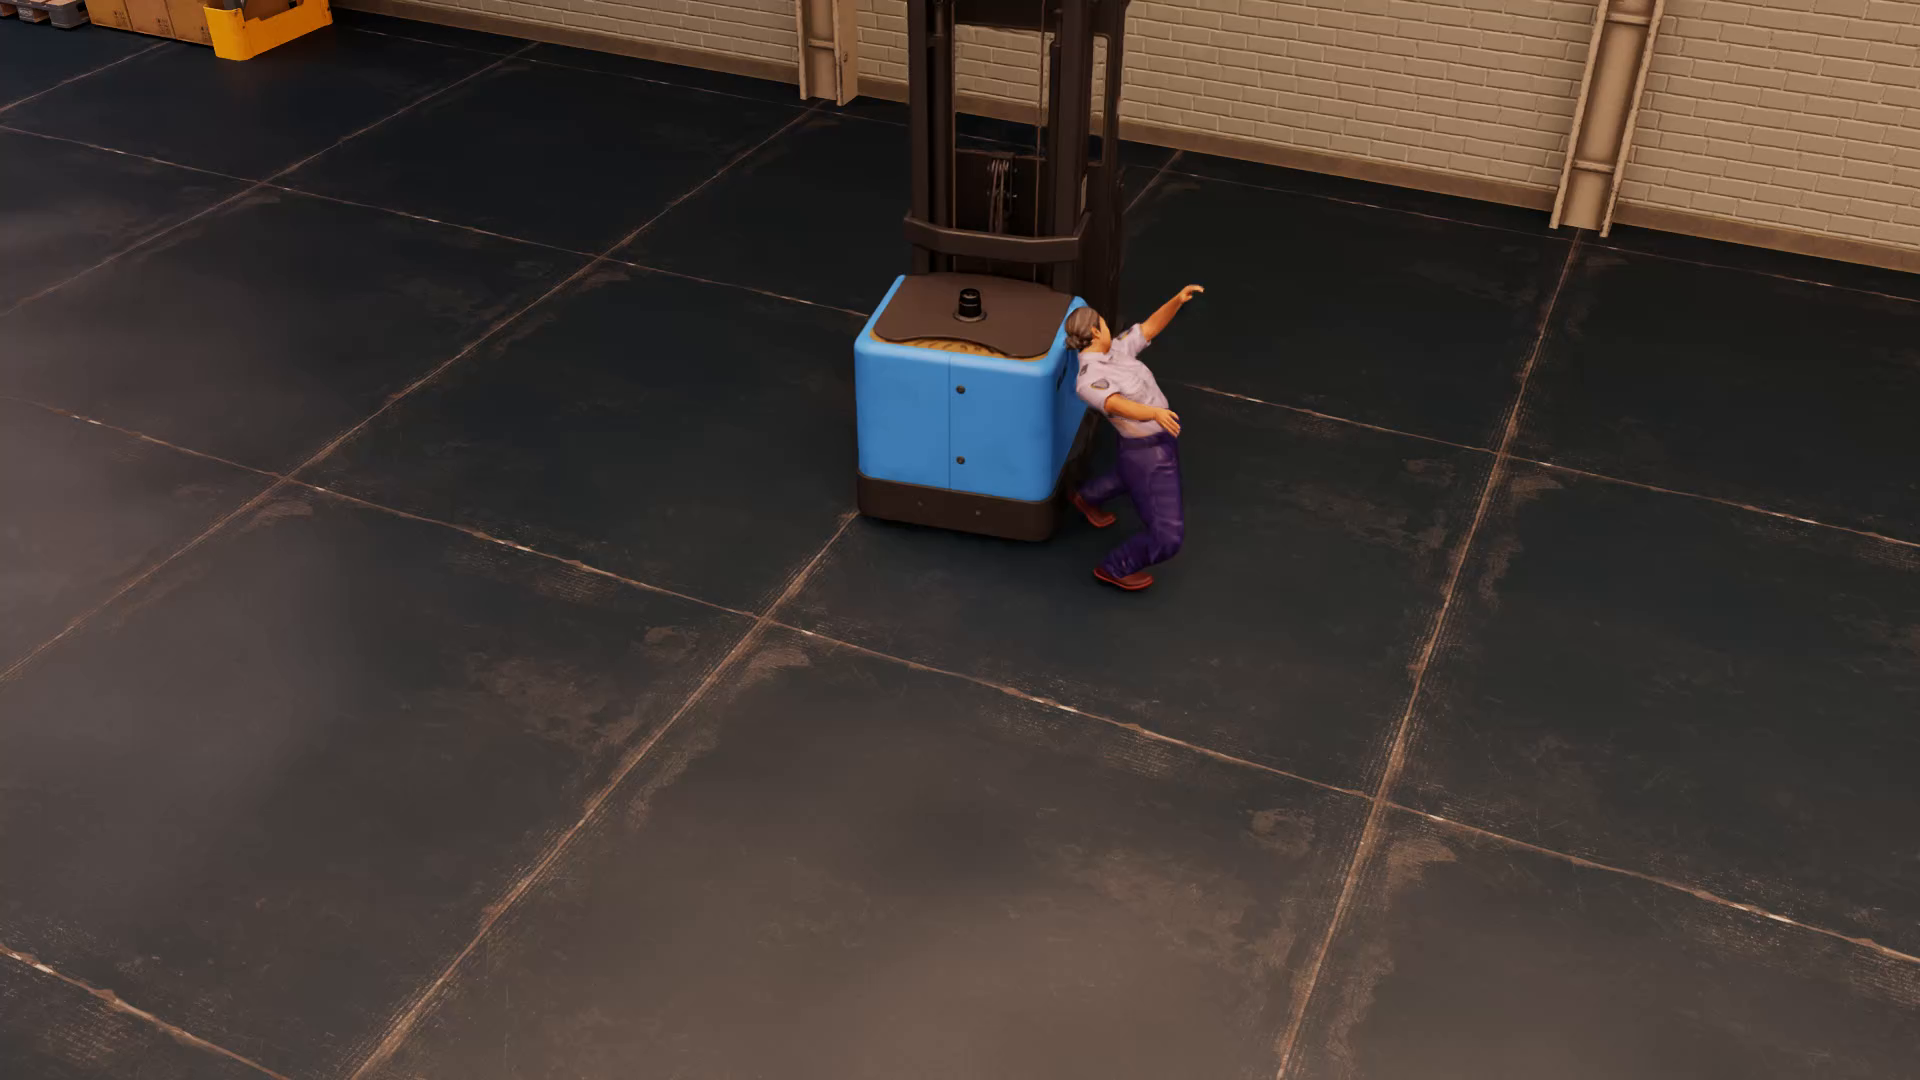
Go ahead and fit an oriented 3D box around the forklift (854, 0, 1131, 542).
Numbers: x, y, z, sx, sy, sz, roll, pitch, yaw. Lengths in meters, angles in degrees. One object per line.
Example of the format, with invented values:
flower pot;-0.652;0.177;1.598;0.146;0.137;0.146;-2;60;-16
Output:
forklift;0.340;-2.039;8.945;1.130;2.935;3.031;9;36;12

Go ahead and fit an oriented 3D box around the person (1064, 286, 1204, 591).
person;0.791;-0.423;7.869;0.631;1.503;1.018;2;36;2
